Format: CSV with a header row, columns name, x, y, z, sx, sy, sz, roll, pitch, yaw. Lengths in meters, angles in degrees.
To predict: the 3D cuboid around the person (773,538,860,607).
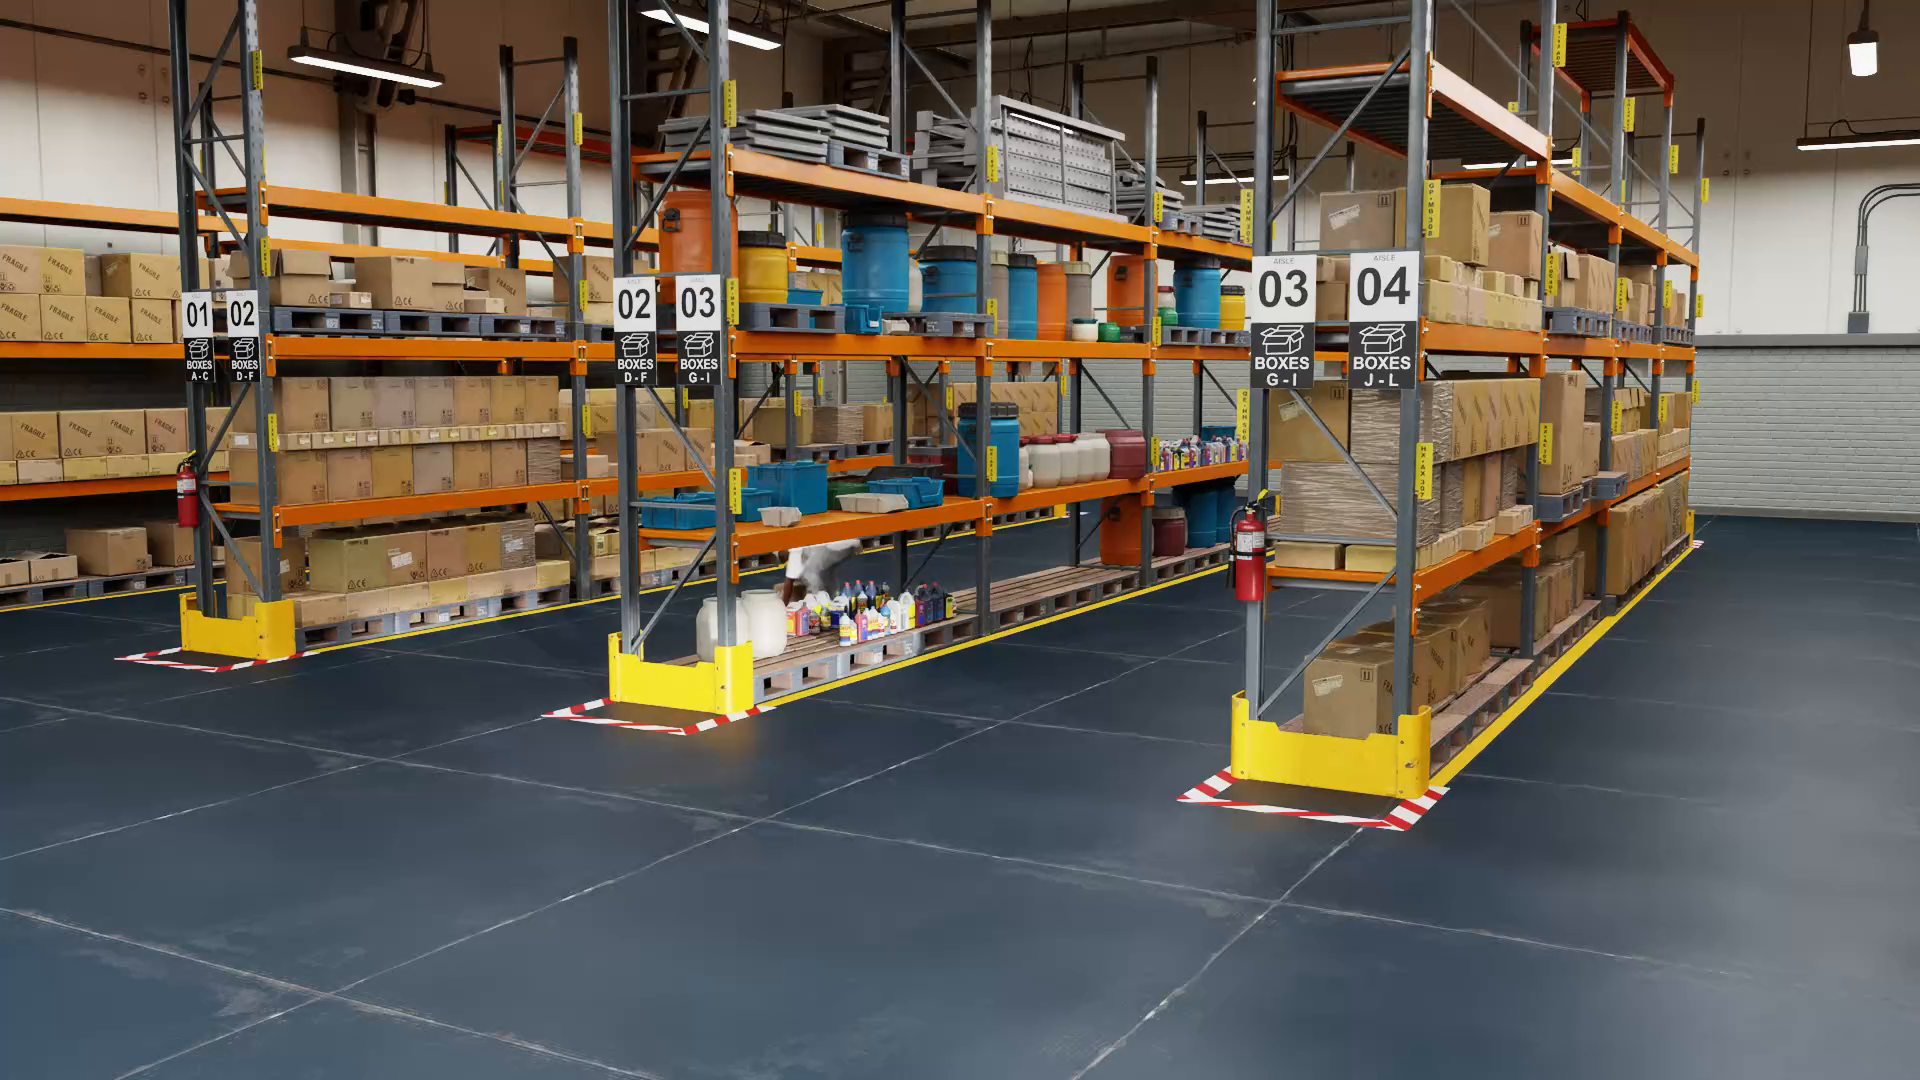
name,x,y,z,sx,sy,sz,roll,pitch,yaw
person,-1.516,0.290,17.227,0.974,0.939,0.507,3,7,26
